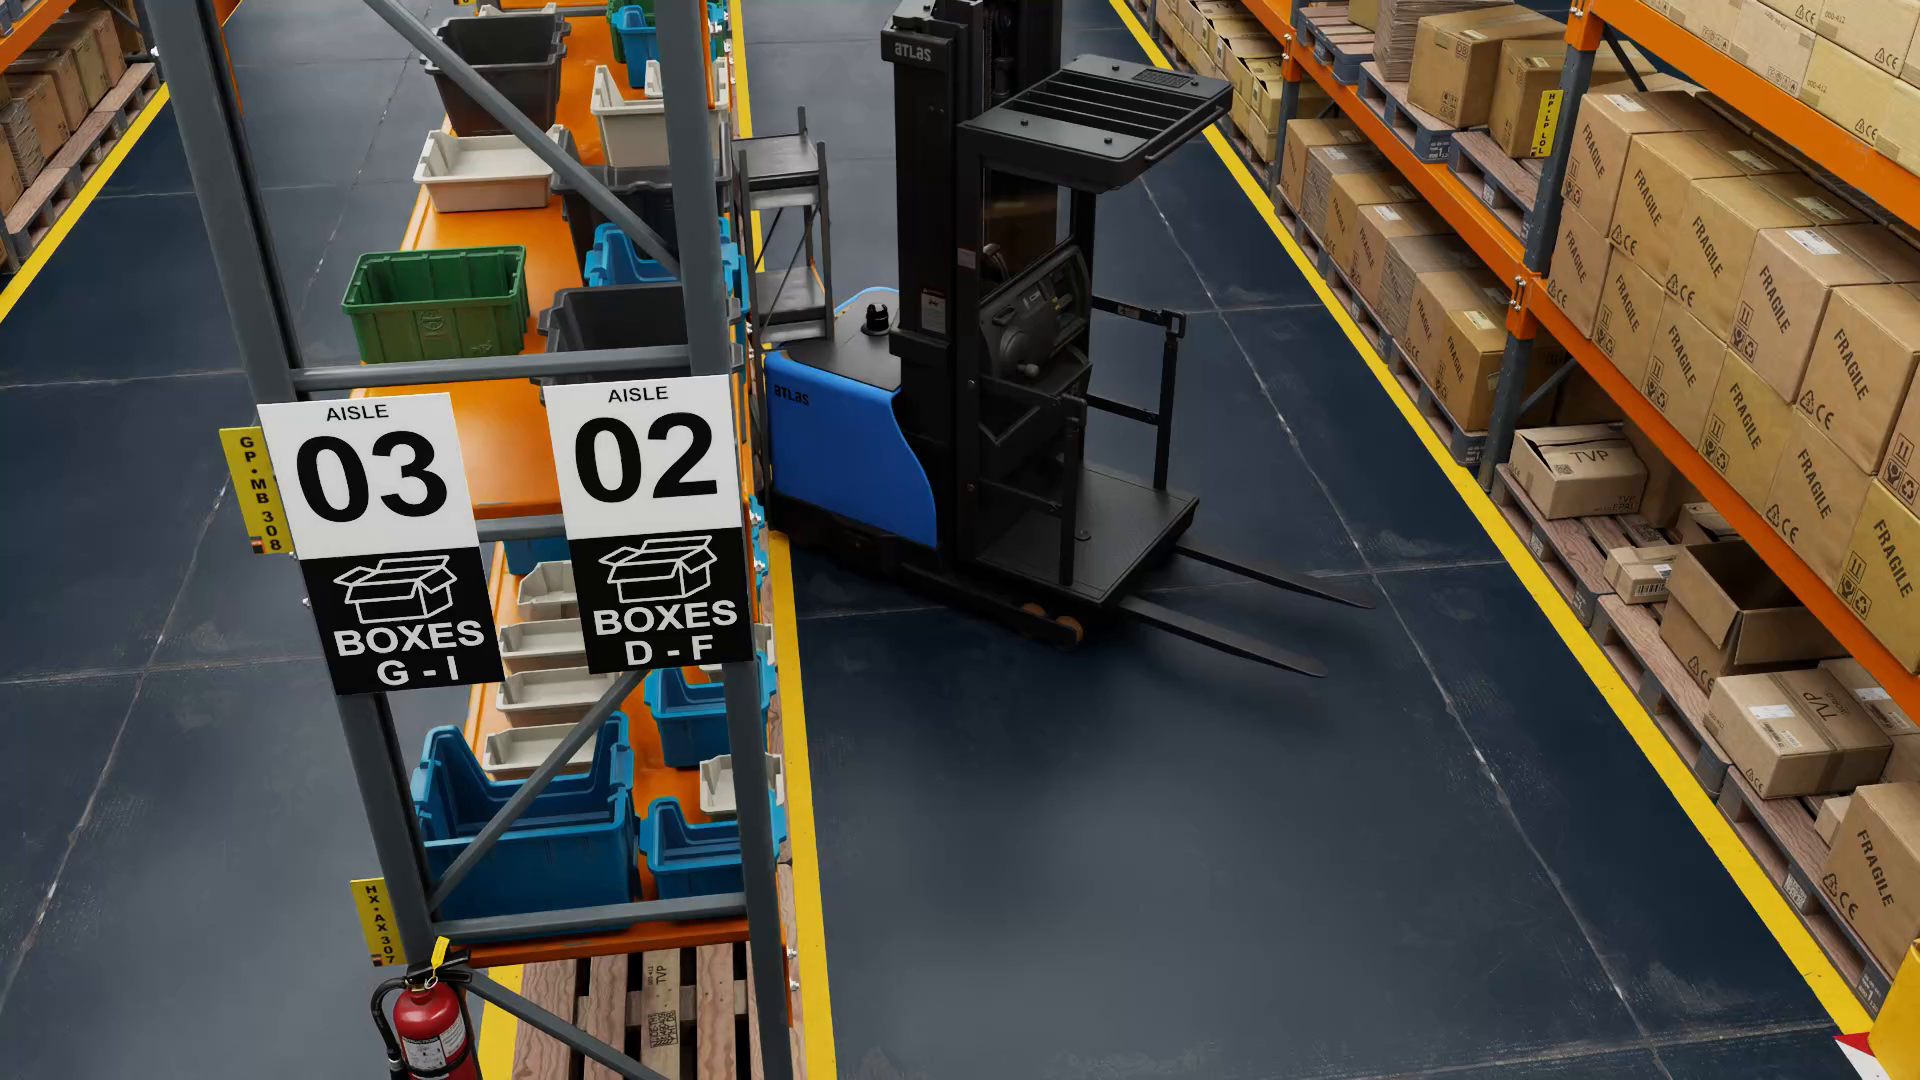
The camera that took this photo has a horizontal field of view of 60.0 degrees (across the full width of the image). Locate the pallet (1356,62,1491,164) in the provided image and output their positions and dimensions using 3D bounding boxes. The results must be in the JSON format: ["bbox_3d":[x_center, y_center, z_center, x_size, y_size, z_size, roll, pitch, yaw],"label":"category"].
[{"bbox_3d":[3.098,-2.634,10.121,1.003,0.211,1.213,-4,35,-6],"label":"pallet"}]

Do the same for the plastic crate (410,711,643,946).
[{"bbox_3d":[-1.232,0.827,4.788,0.616,0.435,0.499,-4,35,-6],"label":"plastic crate"}]

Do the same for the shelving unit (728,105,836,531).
[{"bbox_3d":[-0.883,-1.079,8.429,0.431,2.100,0.503,-9,35,-12],"label":"shelving unit"}]

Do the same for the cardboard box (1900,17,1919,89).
[{"bbox_3d":[3.455,-1.543,5.377,0.500,0.250,0.500,-4,35,-6],"label":"cardboard box"}]

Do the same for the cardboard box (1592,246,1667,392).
[{"bbox_3d":[3.240,-1.017,7.489,0.500,0.500,0.500,-4,34,-6],"label":"cardboard box"}]

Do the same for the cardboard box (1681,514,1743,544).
[{"bbox_3d":[3.828,0.079,7.968,0.500,0.311,0.500,-4,35,-6],"label":"cardboard box"}]

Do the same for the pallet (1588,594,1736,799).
[{"bbox_3d":[3.628,0.652,7.606,1.003,0.211,1.213,-4,35,-6],"label":"pallet"}]

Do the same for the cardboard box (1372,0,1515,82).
[{"bbox_3d":[2.962,-3.145,10.240,0.700,0.500,0.500,2,34,3],"label":"cardboard box"}]

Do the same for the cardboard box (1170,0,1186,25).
[{"bbox_3d":[2.164,-4.770,14.656,0.500,0.311,0.500,-5,35,-7],"label":"cardboard box"}]

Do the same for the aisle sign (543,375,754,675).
[{"bbox_3d":[-0.697,-0.017,3.803,0.394,0.787,0.004,-4,35,-6],"label":"aisle sign"}]

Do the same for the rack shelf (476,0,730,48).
[{"bbox_3d":[-1.808,-3.251,8.832,1.077,0.370,4.000,-4,35,-6],"label":"rack shelf"}]

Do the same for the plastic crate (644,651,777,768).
[{"bbox_3d":[-0.797,0.554,5.369,0.416,0.233,0.300,-4,35,-6],"label":"plastic crate"}]

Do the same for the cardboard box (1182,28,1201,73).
[{"bbox_3d":[2.242,-4.249,14.390,0.500,0.250,0.500,-5,35,-8],"label":"cardboard box"}]

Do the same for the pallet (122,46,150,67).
[{"bbox_3d":[-7.649,-4.502,15.168,1.003,0.211,1.213,-4,35,-6],"label":"pallet"}]

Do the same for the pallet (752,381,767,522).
[{"bbox_3d":[-1.602,-0.474,9.258,1.003,0.211,1.213,-4,35,-6],"label":"pallet"}]

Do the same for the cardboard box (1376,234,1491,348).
[{"bbox_3d":[2.894,-1.525,10.153,0.500,0.500,0.500,-4,34,-6],"label":"cardboard box"}]

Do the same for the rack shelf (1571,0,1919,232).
[{"bbox_3d":[3.638,-1.392,6.104,1.077,0.370,4.000,-4,35,-6],"label":"rack shelf"}]

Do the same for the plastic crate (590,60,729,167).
[{"bbox_3d":[-0.994,-1.411,5.599,0.437,0.282,0.530,-4,35,-6],"label":"plastic crate"}]

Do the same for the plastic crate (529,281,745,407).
[{"bbox_3d":[-0.777,-0.382,4.099,0.497,0.269,0.590,-4,35,-6],"label":"plastic crate"}]

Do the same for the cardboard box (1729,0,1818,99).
[{"bbox_3d":[3.319,-1.895,6.336,0.500,0.250,0.500,-4,35,-6],"label":"cardboard box"}]

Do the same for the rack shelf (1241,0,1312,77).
[{"bbox_3d":[2.563,-4.617,13.500,1.077,0.370,4.000,-4,35,-6],"label":"rack shelf"}]

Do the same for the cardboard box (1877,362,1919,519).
[{"bbox_3d":[3.506,-0.297,5.546,0.500,0.500,0.500,-3,34,-5],"label":"cardboard box"}]

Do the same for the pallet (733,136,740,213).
[{"bbox_3d":[-2.143,-2.708,12.536,1.003,0.211,1.213,-4,35,-6],"label":"pallet"}]

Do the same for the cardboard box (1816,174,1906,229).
[{"bbox_3d":[3.833,-1.191,6.857,0.500,0.500,0.500,-4,34,-6],"label":"cardboard box"}]

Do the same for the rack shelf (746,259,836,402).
[{"bbox_3d":[-0.883,-1.068,8.436,0.431,0.518,0.480,-9,35,-12],"label":"rack shelf"}]

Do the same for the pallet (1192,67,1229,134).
[{"bbox_3d":[2.599,-3.787,14.120,1.003,0.211,1.213,-4,35,-6],"label":"pallet"}]

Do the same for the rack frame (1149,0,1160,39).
[{"bbox_3d":[2.294,-6.030,14.935,1.000,3.000,0.127,-4,35,-6],"label":"rack frame"}]

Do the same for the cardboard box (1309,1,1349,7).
[{"bbox_3d":[2.826,-3.967,11.987,0.500,0.311,0.500,-2,34,-3],"label":"cardboard box"}]

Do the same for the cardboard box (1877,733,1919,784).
[{"bbox_3d":[4.048,1.017,6.645,0.500,0.250,0.500,-4,35,-6],"label":"cardboard box"}]

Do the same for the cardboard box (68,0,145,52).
[{"bbox_3d":[-7.537,-4.649,14.755,0.500,0.500,0.500,-5,35,-8],"label":"cardboard box"}]

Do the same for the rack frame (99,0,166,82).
[{"bbox_3d":[-7.523,-5.282,13.837,1.000,3.000,0.127,-4,35,-6],"label":"rack frame"}]

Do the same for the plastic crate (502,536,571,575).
[{"bbox_3d":[-1.532,-0.043,6.245,0.416,0.233,0.300,-4,35,-6],"label":"plastic crate"}]

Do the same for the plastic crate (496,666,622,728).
[{"bbox_3d":[-1.315,0.519,5.505,0.396,0.136,0.243,-4,35,-6],"label":"plastic crate"}]

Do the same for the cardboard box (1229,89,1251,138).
[{"bbox_3d":[2.446,-3.398,13.141,0.500,0.250,0.500,-5,35,-7],"label":"cardboard box"}]

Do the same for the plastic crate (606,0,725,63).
[{"bbox_3d":[-1.183,-2.131,6.738,0.450,0.188,0.662,-4,35,-6],"label":"plastic crate"}]

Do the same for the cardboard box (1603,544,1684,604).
[{"bbox_3d":[3.338,0.156,7.983,0.380,0.166,0.250,-4,35,-6],"label":"cardboard box"}]

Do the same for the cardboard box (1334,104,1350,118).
[{"bbox_3d":[3.052,-3.381,12.619,0.500,0.311,0.500,-3,34,-5],"label":"cardboard box"}]

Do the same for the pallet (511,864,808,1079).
[{"bbox_3d":[-1.074,1.729,6.026,1.003,0.211,1.213,-4,35,-6],"label":"pallet"}]

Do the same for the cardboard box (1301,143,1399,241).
[{"bbox_3d":[2.686,-2.379,11.407,0.500,0.500,0.500,-6,35,-8],"label":"cardboard box"}]

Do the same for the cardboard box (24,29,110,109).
[{"bbox_3d":[-7.417,-3.819,13.519,0.700,0.500,0.500,-5,35,-7],"label":"cardboard box"}]

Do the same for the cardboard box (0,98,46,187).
[{"bbox_3d":[-7.183,-2.879,12.141,0.700,0.500,0.500,-7,35,-10],"label":"cardboard box"}]

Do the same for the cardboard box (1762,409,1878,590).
[{"bbox_3d":[3.443,-0.172,6.250,0.500,0.500,0.500,-4,34,-6],"label":"cardboard box"}]

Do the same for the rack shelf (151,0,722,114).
[{"bbox_3d":[-1.270,-2.093,4.825,1.077,0.370,4.000,-4,35,-6],"label":"rack shelf"}]

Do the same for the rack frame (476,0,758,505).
[{"bbox_3d":[-1.539,-1.193,7.837,1.000,3.000,0.127,-4,35,-6],"label":"rack frame"}]

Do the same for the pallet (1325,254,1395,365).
[{"bbox_3d":[3.055,-1.547,10.832,1.003,0.211,1.213,-4,35,-6],"label":"pallet"}]

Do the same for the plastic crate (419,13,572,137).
[{"bbox_3d":[-1.644,-1.664,5.981,0.497,0.269,0.590,-4,35,-6],"label":"plastic crate"}]

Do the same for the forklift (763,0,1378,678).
[{"bbox_3d":[0.533,-1.023,7.649,3.031,2.935,1.130,19,39,26],"label":"forklift"}]

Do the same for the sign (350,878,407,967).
[{"bbox_3d":[-1.544,1.023,4.441,0.100,0.325,0.005,-4,35,-6],"label":"sign"}]

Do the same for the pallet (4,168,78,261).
[{"bbox_3d":[-7.089,-2.334,11.987,1.003,0.211,1.213,-4,35,-6],"label":"pallet"}]

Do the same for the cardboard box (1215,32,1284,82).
[{"bbox_3d":[2.376,-3.912,13.398,0.500,0.311,0.500,-5,35,-7],"label":"cardboard box"}]

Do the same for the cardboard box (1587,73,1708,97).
[{"bbox_3d":[3.527,-2.062,8.650,0.700,0.500,0.500,-16,37,-22],"label":"cardboard box"}]

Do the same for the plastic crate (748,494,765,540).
[{"bbox_3d":[-0.926,0.019,6.154,0.416,0.233,0.300,-4,35,-6],"label":"plastic crate"}]

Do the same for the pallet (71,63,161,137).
[{"bbox_3d":[-7.417,-3.695,13.985,1.003,0.211,1.213,-4,35,-6],"label":"pallet"}]

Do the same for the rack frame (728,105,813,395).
[{"bbox_3d":[-0.947,-1.213,8.623,0.400,2.100,0.015,-9,35,-12],"label":"rack frame"}]

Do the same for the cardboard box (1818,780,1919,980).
[{"bbox_3d":[3.590,1.233,6.106,0.500,0.500,0.500,-4,35,-6],"label":"cardboard box"}]

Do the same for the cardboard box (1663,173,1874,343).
[{"bbox_3d":[3.293,-1.161,6.814,0.500,0.500,0.500,-5,35,-8],"label":"cardboard box"}]
